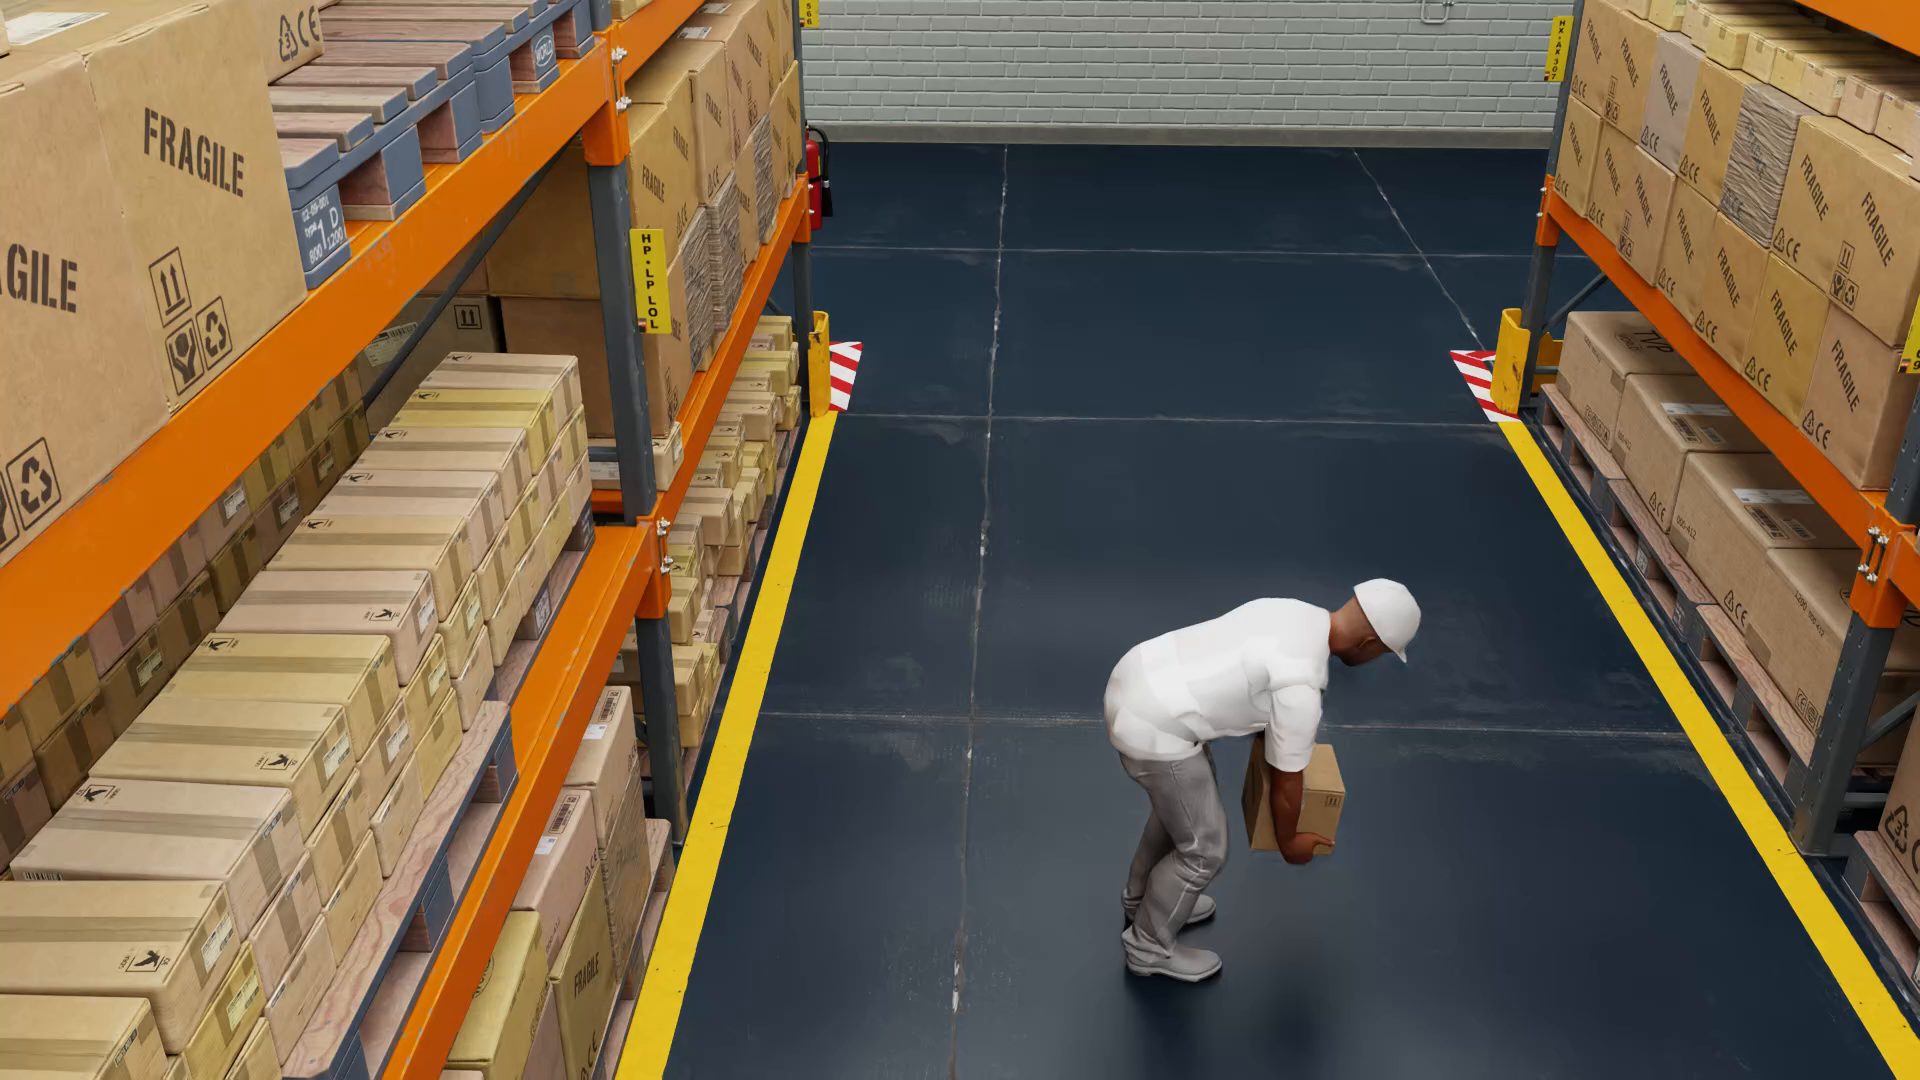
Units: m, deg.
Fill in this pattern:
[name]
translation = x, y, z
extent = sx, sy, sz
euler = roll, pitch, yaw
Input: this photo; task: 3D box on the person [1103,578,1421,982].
[person]
translation = 0.900, 0.717, 5.172
extent = 0.918, 1.355, 0.475
euler = 0, 28, 1
